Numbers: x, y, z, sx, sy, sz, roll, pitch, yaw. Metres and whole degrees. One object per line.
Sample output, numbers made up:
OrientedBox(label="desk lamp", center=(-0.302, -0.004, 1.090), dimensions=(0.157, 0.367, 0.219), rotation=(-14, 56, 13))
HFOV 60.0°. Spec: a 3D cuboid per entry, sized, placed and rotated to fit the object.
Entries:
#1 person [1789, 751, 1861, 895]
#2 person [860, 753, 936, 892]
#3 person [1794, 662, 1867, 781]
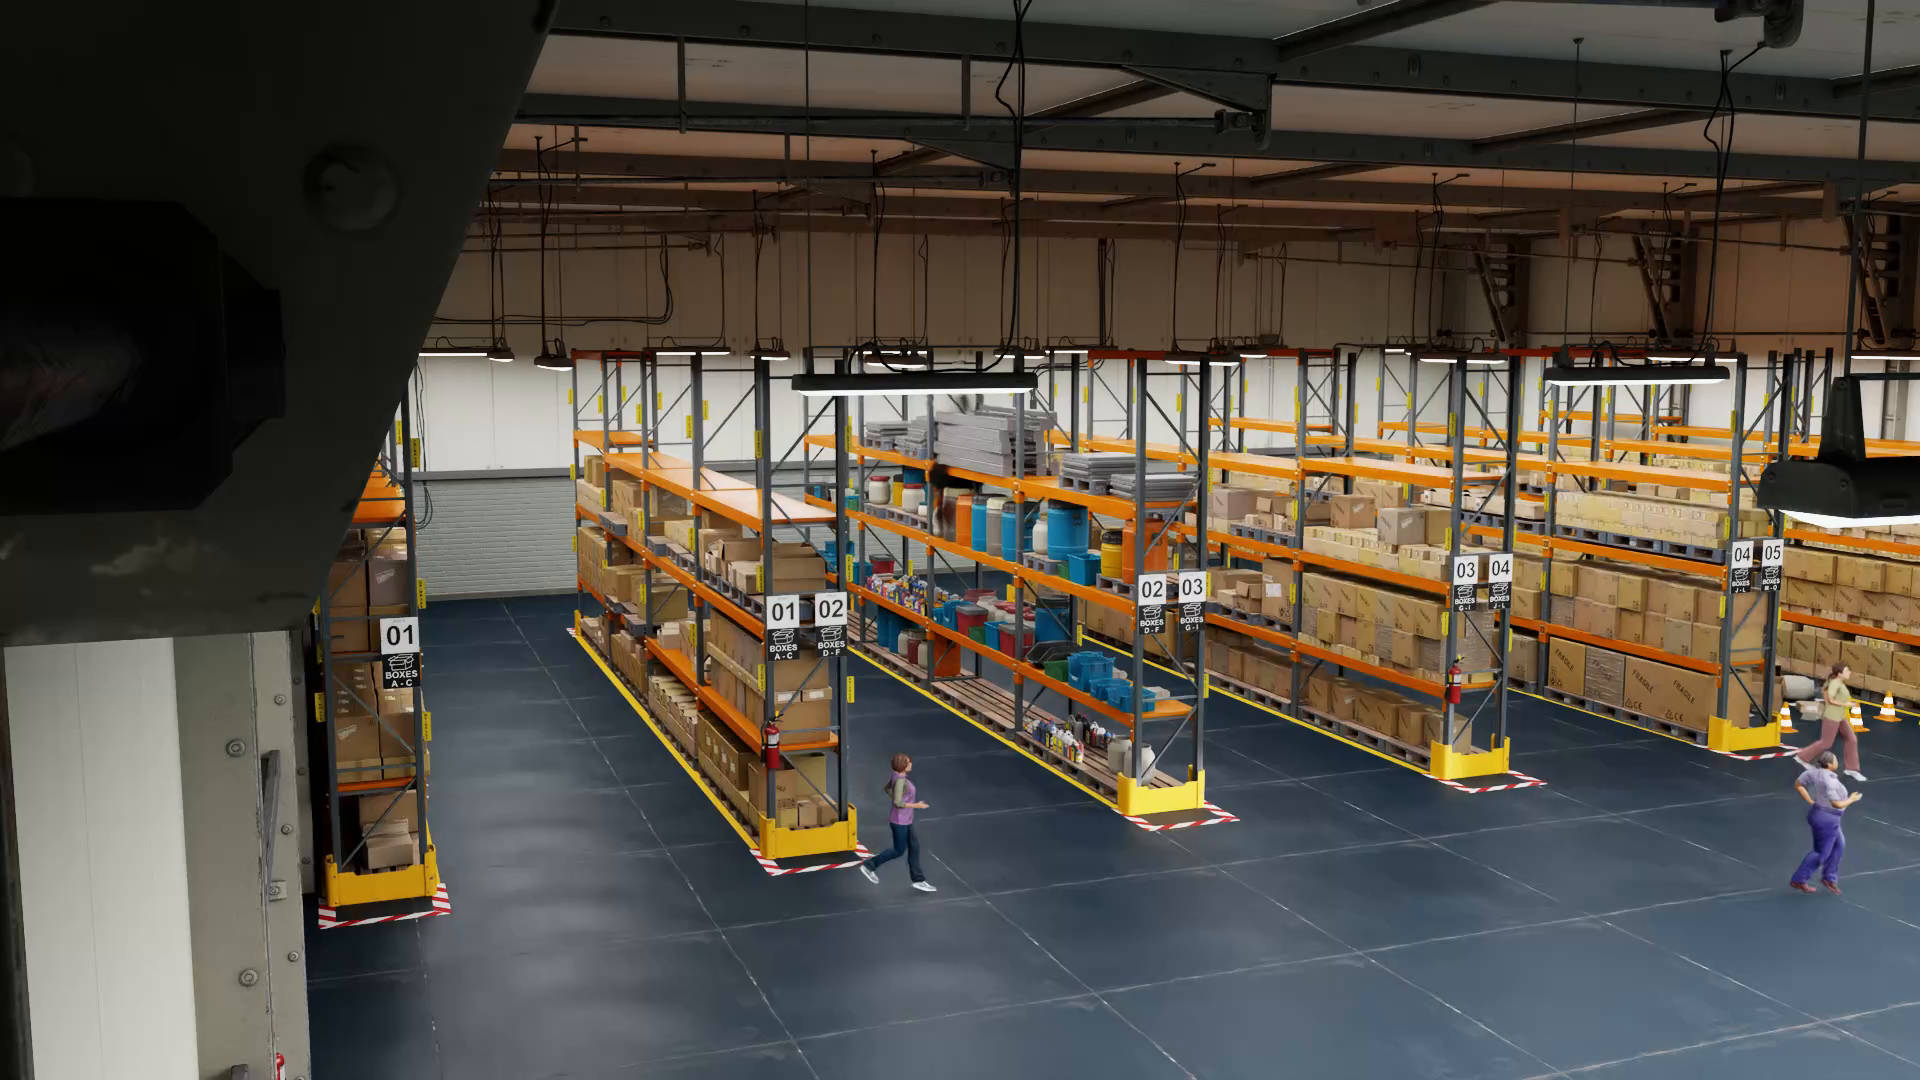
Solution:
OrientedBox(label="person", center=(9.725, 3.204, 18.711), dimensions=(0.708, 1.704, 0.585), rotation=(1, 7, 9))
OrientedBox(label="person", center=(-0.701, 3.206, 18.860), dimensions=(0.863, 1.604, 0.546), rotation=(0, 7, 2))
OrientedBox(label="person", center=(12.433, 2.565, 23.690), dimensions=(0.932, 1.680, 0.602), rotation=(6, 9, 38))
